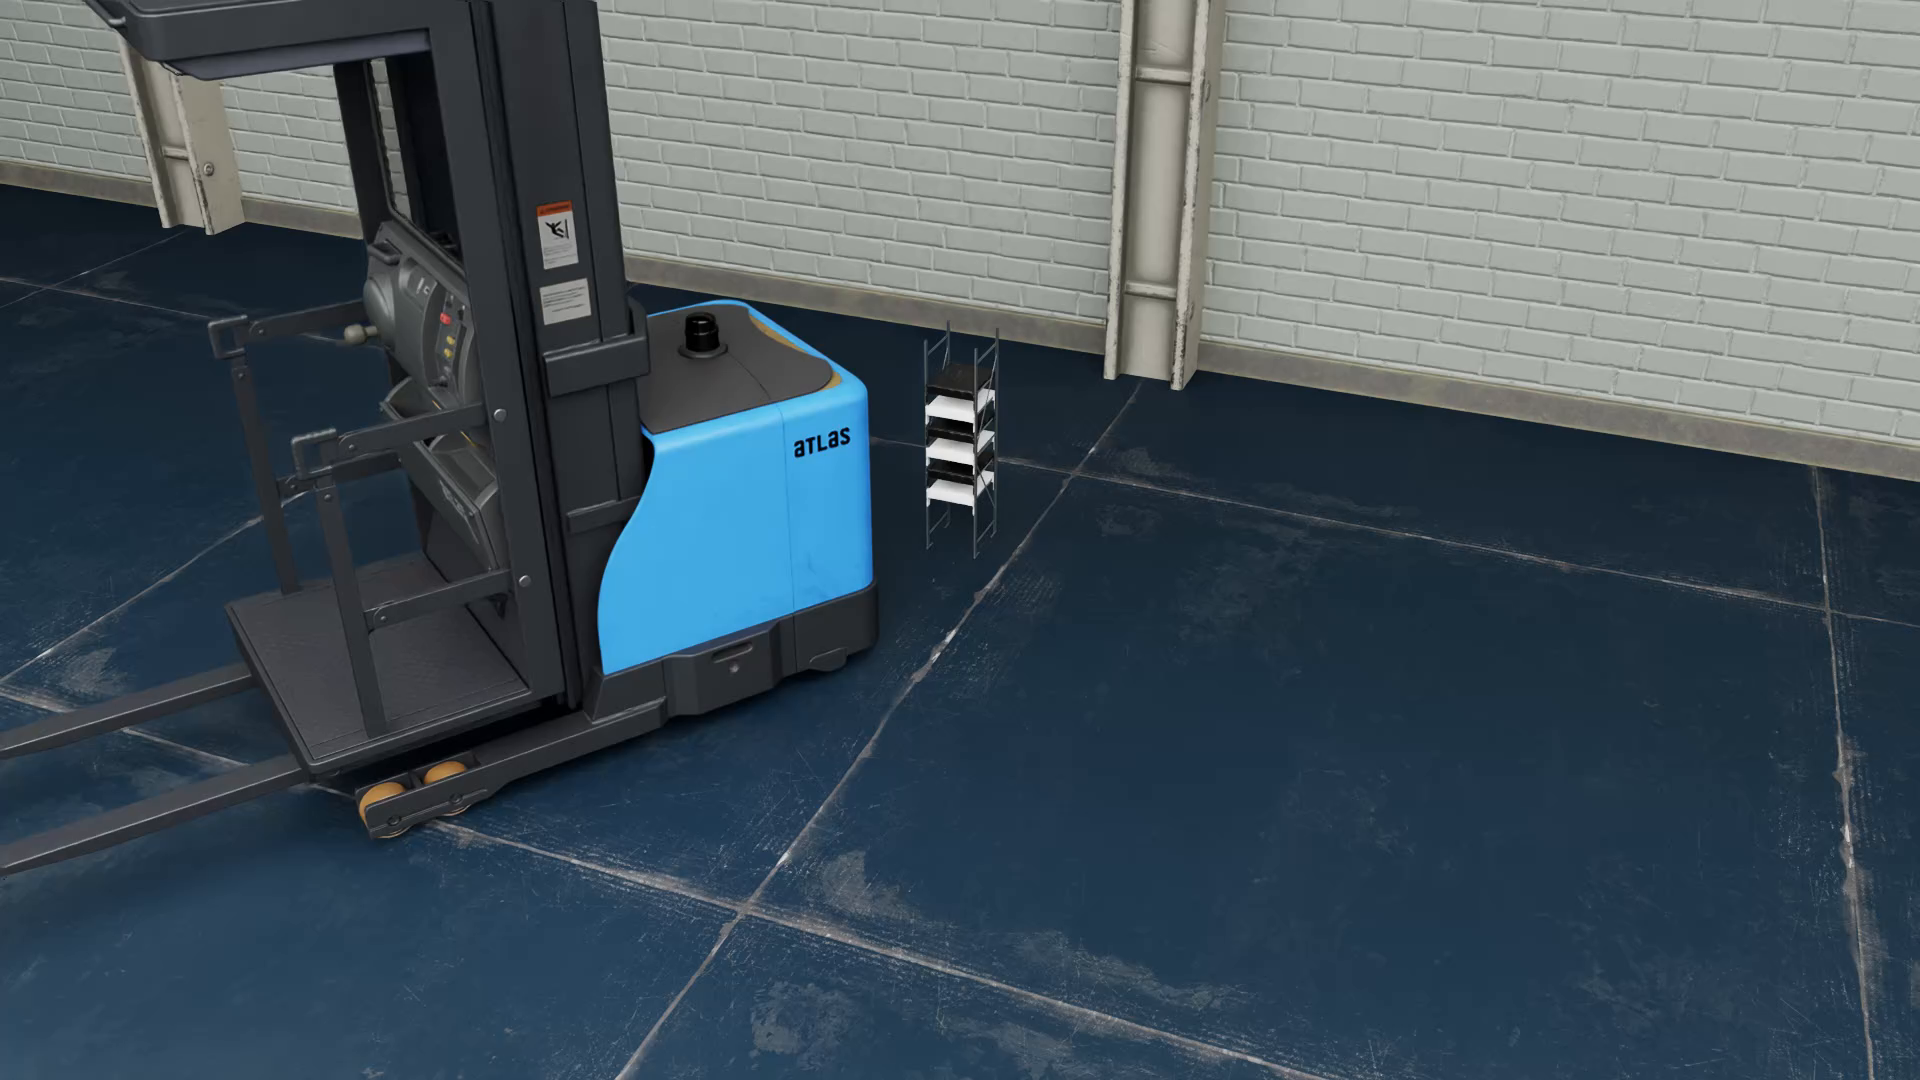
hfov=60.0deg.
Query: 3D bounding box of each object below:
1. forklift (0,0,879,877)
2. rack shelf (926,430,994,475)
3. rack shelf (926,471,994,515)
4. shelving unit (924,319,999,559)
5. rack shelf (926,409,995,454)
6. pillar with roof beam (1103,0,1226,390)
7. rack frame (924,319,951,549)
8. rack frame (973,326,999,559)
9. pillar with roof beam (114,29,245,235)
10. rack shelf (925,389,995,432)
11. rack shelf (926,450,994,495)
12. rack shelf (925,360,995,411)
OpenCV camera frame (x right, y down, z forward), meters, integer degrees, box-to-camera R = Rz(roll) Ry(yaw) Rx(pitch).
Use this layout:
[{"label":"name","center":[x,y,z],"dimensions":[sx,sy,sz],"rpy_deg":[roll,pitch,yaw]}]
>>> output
[{"label":"forklift","center":[-1.802,-0.655,4.931],"dimensions":[3.031,2.935,1.130],"rpy_deg":[-18,34,-29]},{"label":"rack shelf","center":[0.008,-0.361,6.542],"dimensions":[0.200,0.077,0.258],"rpy_deg":[11,31,19]},{"label":"rack shelf","center":[0.008,-0.205,6.631],"dimensions":[0.200,0.077,0.258],"rpy_deg":[11,31,19]},{"label":"shelving unit","center":[0.008,-0.390,6.526],"dimensions":[0.210,0.900,0.258],"rpy_deg":[11,31,19]},{"label":"rack shelf","center":[0.008,-0.440,6.498],"dimensions":[0.200,0.077,0.258],"rpy_deg":[11,31,19]},{"label":"pillar with roof beam","center":[-0.675,-2.783,2.528],"dimensions":[0.400,9.000,9.100],"rpy_deg":[11,31,19]},{"label":"rack frame","center":[-0.087,-0.409,6.559],"dimensions":[0.006,0.900,0.240],"rpy_deg":[11,31,19]},{"label":"rack frame","center":[0.102,-0.371,6.493],"dimensions":[0.006,0.900,0.240],"rpy_deg":[11,31,19]},{"label":"pillar with roof beam","center":[-6.235,-3.893,4.492],"dimensions":[0.400,9.000,9.100],"rpy_deg":[11,31,19]},{"label":"rack shelf","center":[0.008,-0.518,6.454],"dimensions":[0.200,0.077,0.258],"rpy_deg":[11,31,19]},{"label":"rack shelf","center":[0.008,-0.283,6.587],"dimensions":[0.200,0.077,0.258],"rpy_deg":[11,31,19]},{"label":"rack shelf","center":[0.008,-0.596,6.409],"dimensions":[0.200,0.077,0.258],"rpy_deg":[11,31,19]}]
